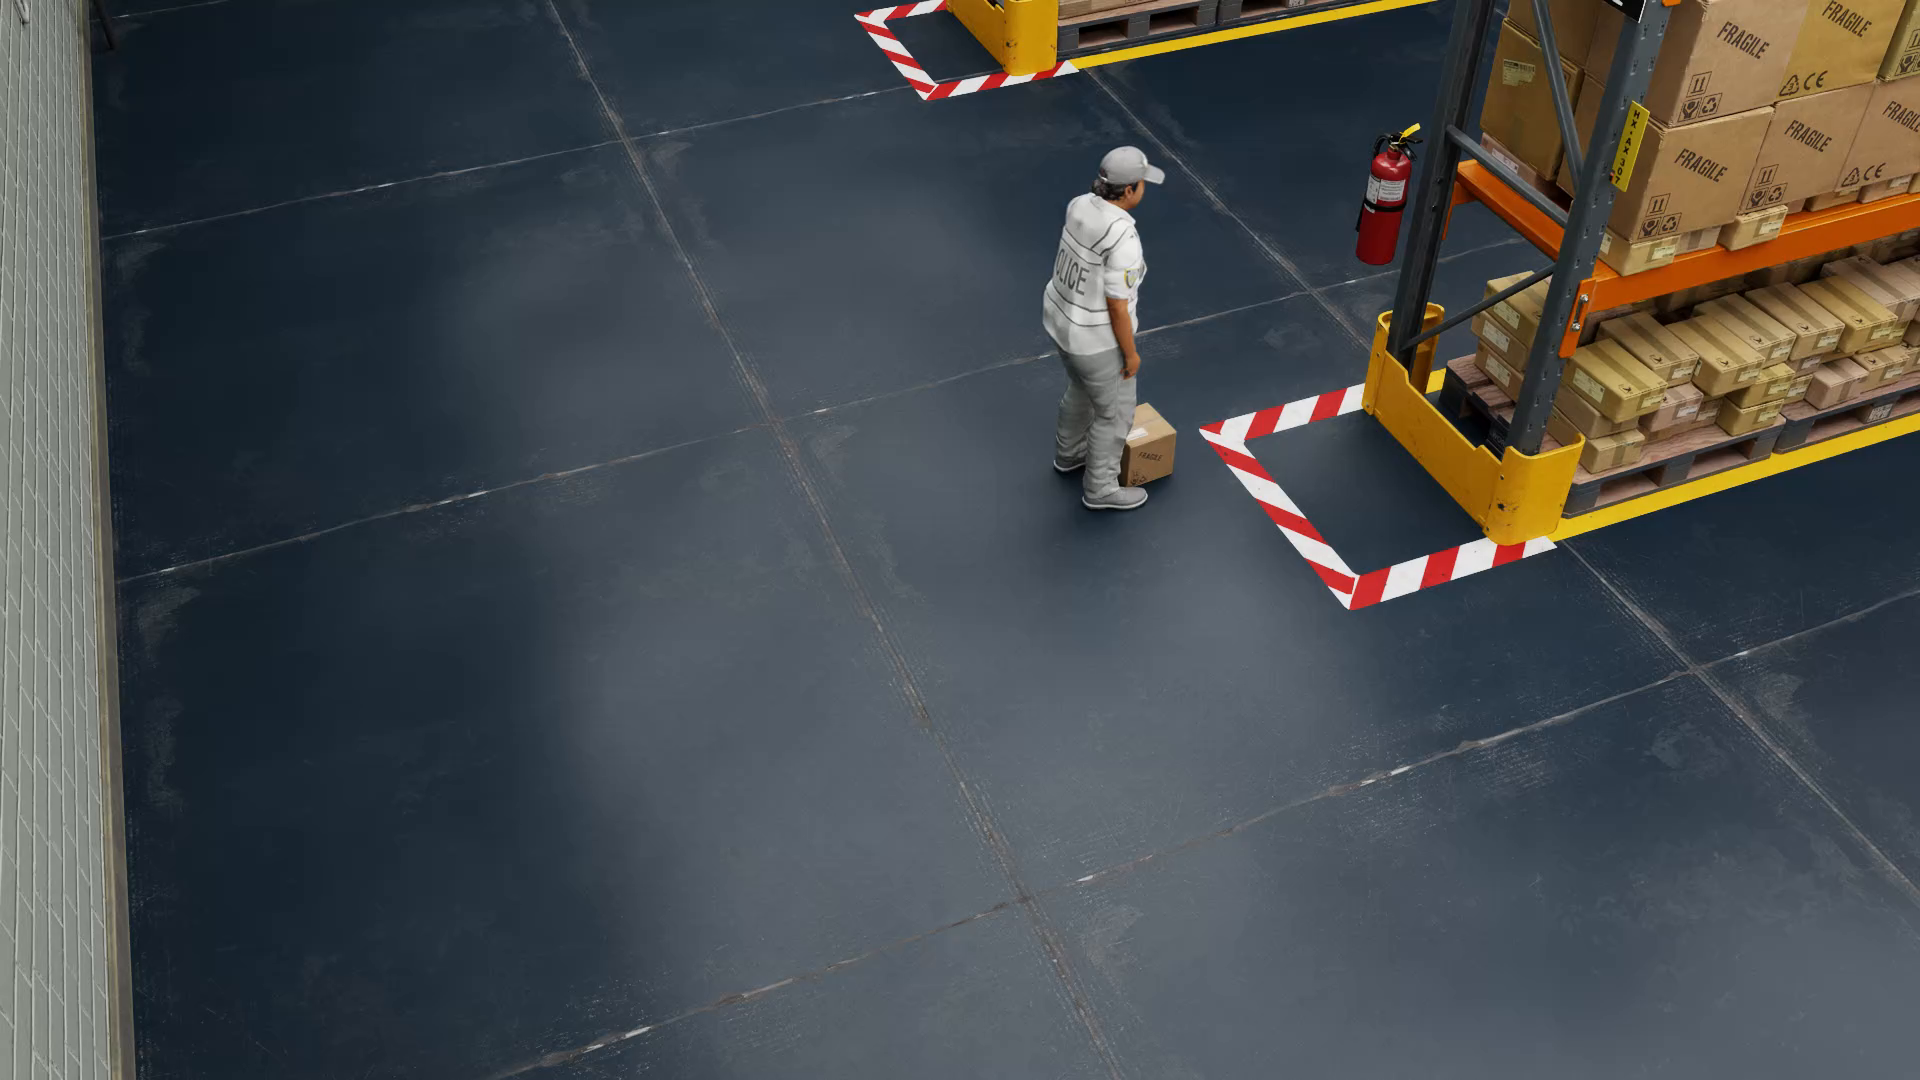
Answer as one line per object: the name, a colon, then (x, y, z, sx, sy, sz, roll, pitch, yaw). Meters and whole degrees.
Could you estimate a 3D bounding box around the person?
person: (0.620, -0.908, 7.163, 0.473, 1.666, 0.550, -16, 44, -17)
